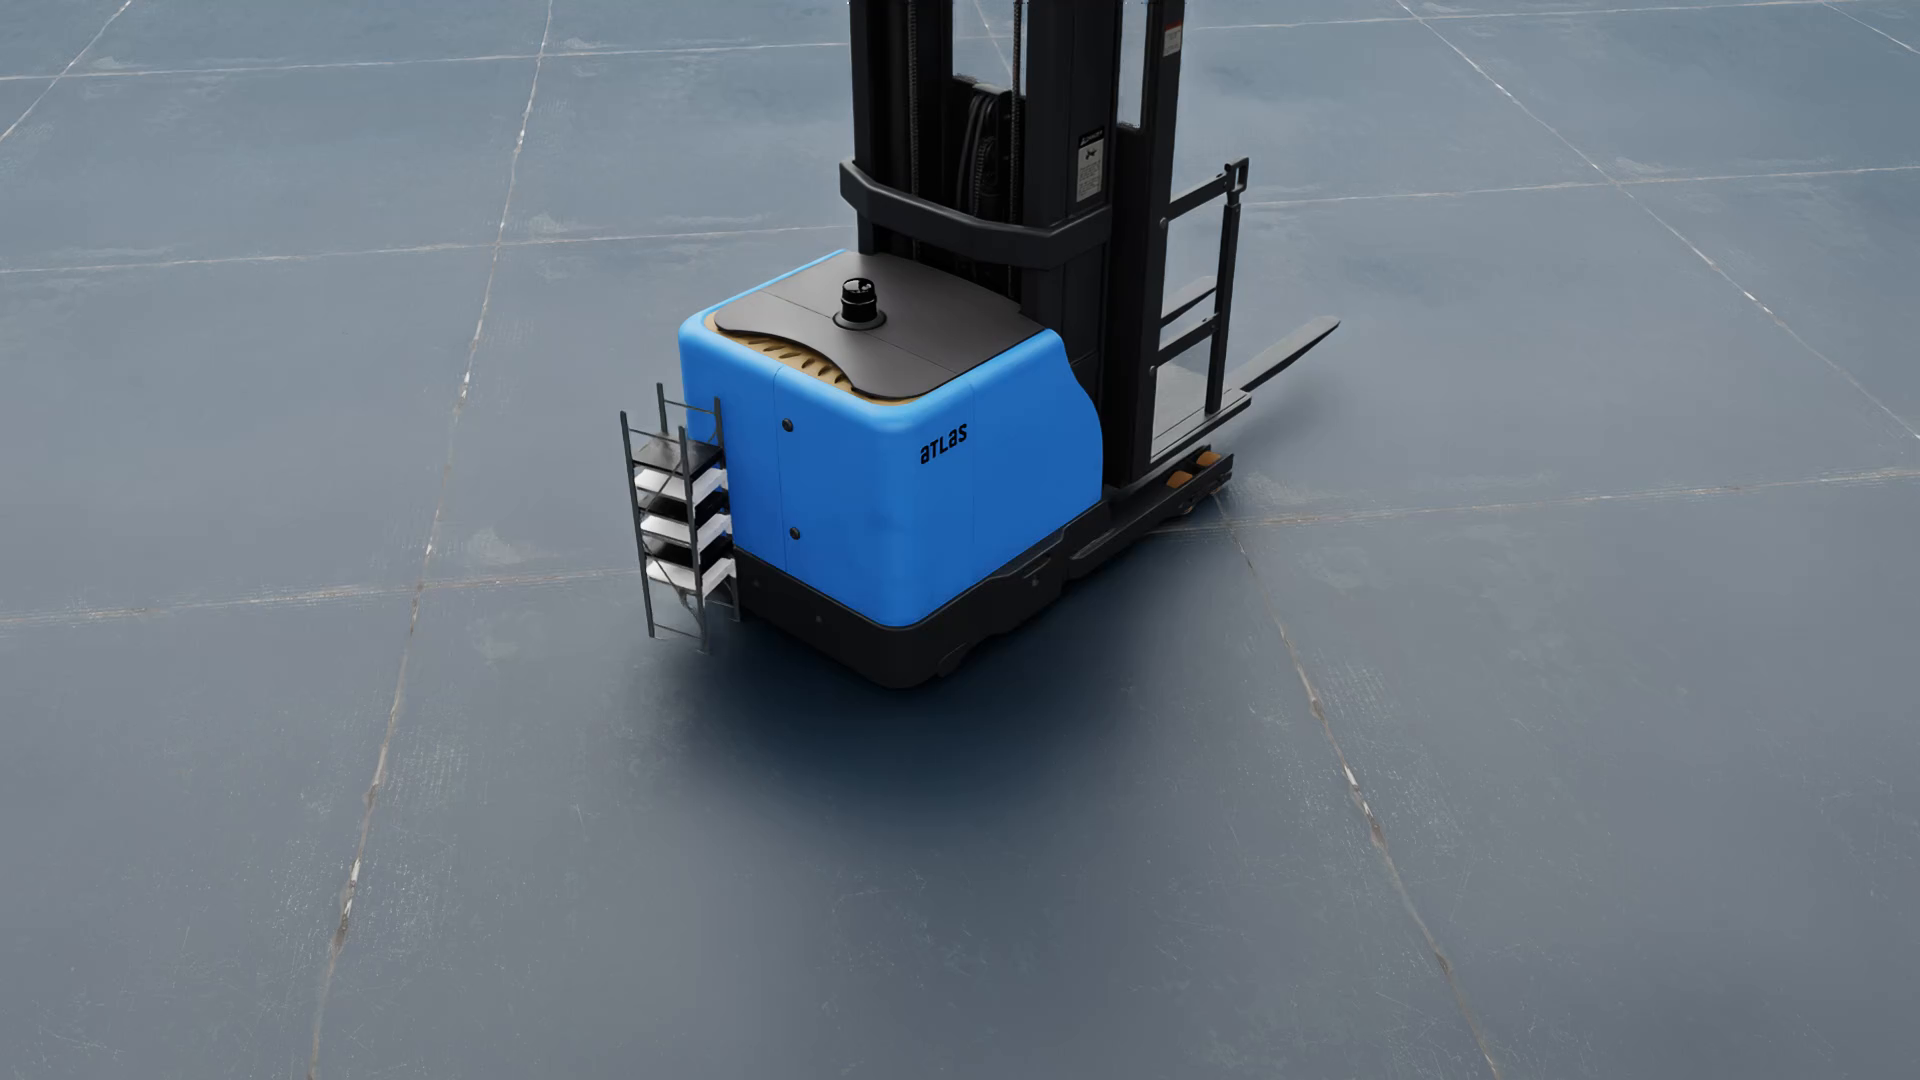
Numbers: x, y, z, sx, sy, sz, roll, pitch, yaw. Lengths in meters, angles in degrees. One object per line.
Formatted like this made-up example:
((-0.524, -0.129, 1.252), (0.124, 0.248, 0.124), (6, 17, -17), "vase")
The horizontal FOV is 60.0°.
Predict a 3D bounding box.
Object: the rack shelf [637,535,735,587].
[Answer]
((-0.922, 0.043, 5.607), (0.258, 0.077, 0.200), (15, 37, 21), "rack shelf")

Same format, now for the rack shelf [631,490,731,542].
((-0.922, -0.106, 5.506), (0.258, 0.077, 0.200), (15, 37, 21), "rack shelf")

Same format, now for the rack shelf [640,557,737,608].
((-0.922, 0.117, 5.658), (0.258, 0.077, 0.200), (15, 37, 21), "rack shelf")

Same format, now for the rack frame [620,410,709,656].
((-0.966, -0.008, 5.462), (0.240, 0.900, 0.006), (15, 37, 21), "rack frame")

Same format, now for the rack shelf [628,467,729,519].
((-0.922, -0.180, 5.455), (0.258, 0.077, 0.200), (15, 37, 21), "rack shelf")

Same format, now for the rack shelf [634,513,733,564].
((-0.922, -0.032, 5.557), (0.258, 0.077, 0.200), (15, 37, 21), "rack shelf")

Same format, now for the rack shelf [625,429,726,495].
((-0.922, -0.255, 5.405), (0.258, 0.077, 0.200), (15, 37, 21), "rack shelf")

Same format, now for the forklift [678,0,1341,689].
((0.416, -1.478, 5.816), (1.130, 2.935, 3.031), (26, 42, 33), "forklift")

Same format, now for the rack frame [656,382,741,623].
((-0.878, -0.111, 5.614), (0.240, 0.900, 0.006), (15, 37, 21), "rack frame")

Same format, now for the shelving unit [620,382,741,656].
((-0.922, -0.059, 5.538), (0.258, 0.900, 0.210), (15, 37, 21), "shelving unit")
